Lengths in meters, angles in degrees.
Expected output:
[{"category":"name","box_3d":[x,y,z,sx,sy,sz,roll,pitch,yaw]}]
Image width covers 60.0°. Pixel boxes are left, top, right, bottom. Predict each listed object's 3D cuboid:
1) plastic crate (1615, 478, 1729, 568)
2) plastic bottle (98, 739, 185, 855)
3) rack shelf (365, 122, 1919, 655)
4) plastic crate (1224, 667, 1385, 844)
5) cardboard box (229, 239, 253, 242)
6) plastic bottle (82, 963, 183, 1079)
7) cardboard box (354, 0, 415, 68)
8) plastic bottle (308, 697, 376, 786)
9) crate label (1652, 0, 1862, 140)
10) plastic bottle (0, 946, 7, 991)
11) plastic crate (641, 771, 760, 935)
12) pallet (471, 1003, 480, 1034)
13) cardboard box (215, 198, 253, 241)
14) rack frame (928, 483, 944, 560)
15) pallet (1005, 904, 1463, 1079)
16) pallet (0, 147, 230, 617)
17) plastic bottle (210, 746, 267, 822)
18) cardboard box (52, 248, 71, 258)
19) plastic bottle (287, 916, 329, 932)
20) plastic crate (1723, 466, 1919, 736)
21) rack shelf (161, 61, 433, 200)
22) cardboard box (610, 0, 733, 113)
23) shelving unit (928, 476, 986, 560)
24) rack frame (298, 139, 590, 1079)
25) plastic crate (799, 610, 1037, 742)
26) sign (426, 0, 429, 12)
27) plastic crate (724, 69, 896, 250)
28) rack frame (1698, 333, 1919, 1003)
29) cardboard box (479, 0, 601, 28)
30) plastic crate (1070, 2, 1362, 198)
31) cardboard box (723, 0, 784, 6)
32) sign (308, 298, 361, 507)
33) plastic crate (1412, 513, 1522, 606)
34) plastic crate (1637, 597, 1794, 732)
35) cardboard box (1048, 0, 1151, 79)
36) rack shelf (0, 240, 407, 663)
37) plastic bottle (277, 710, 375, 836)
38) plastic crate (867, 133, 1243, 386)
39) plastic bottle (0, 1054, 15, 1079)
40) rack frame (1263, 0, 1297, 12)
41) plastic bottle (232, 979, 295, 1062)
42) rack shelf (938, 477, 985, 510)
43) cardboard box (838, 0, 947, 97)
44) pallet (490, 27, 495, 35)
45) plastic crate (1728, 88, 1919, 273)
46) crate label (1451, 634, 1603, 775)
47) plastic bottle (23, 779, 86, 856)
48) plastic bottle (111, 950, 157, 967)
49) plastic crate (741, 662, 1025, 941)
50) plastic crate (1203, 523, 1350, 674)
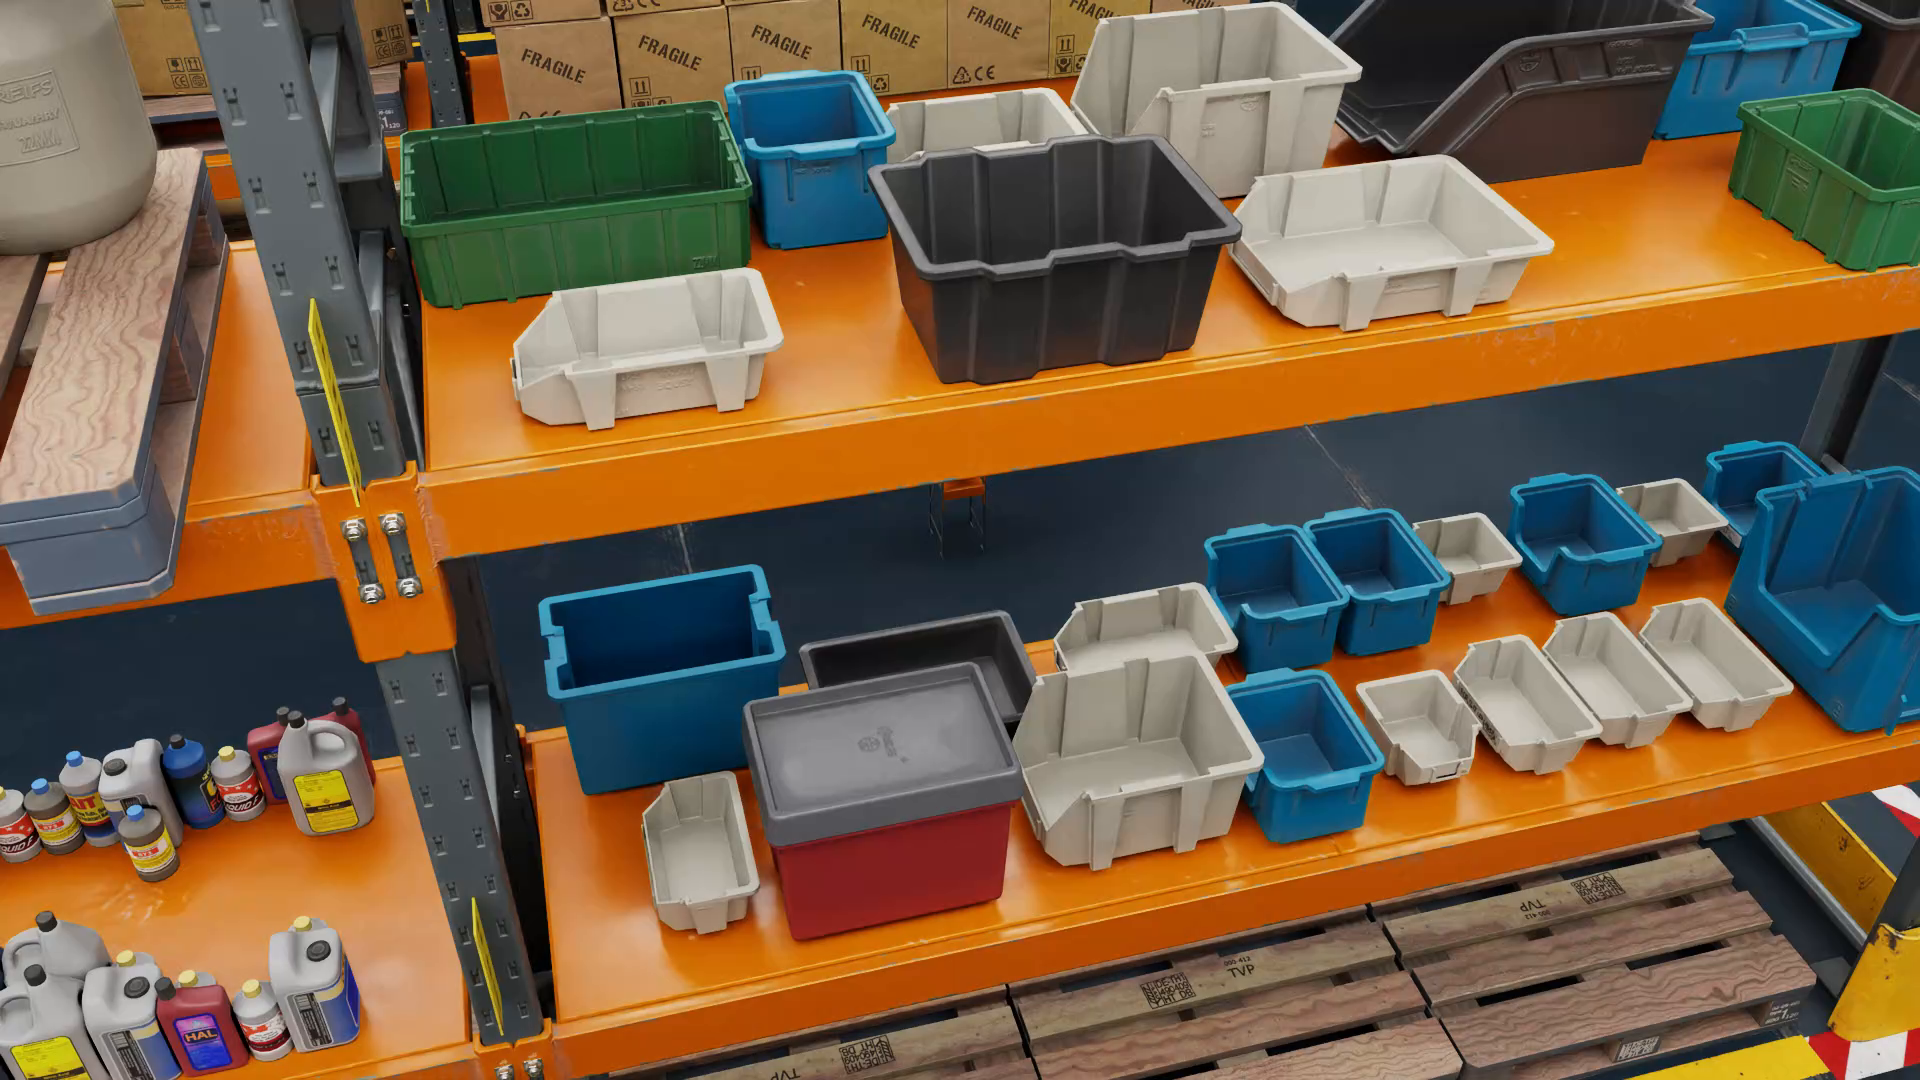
[{"category":"plastic crate","box_3d":[2.097,-0.041,5.003,0.298,0.136,0.250,-9,38,-12]},{"category":"plastic bottle","box_3d":[-2.008,0.620,4.072,0.135,0.276,0.152,-9,38,-12]},{"category":"rack shelf","box_3d":[0.822,-0.559,3.635,4.000,0.370,1.077,-9,38,-12]},{"category":"plastic crate","box_3d":[0.837,0.548,4.153,0.300,0.233,0.416,-9,38,-12]},{"category":"cardboard box","box_3d":[-3.278,-1.105,7.921,0.500,0.500,0.500,-9,38,-12]},{"category":"plastic bottle","box_3d":[-1.758,1.022,3.547,0.135,0.276,0.152,-9,38,-12]},{"category":"cardboard box","box_3d":[-2.912,-2.505,7.629,0.500,0.500,0.700,-23,43,-27]},{"category":"plastic bottle","box_3d":[-1.574,0.517,4.201,0.133,0.283,0.061,-9,38,-12]},{"category":"crate label","box_3d":[1.778,-1.146,3.933,0.502,0.251,0.408,-9,38,-12]},{"category":"plastic bottle","box_3d":[-2.127,0.965,3.560,0.185,0.351,0.144,-9,38,-12]},{"category":"plastic crate","box_3d":[-0.622,0.754,3.963,0.243,0.136,0.396,-9,38,-12]},{"category":"pallet","box_3d":[-1.865,1.869,4.634,1.213,0.211,1.003,-9,38,-12]},{"category":"cardboard box","box_3d":[-3.439,-1.400,8.307,0.500,0.500,0.500,-9,38,-11]},{"category":"rack frame","box_3d":[-0.102,-0.460,6.863,0.006,1.200,0.240,-9,38,-12]},{"category":"pallet","box_3d":[0.771,1.436,5.199,1.213,0.211,1.003,-9,38,-12]},{"category":"pallet","box_3d":[-1.840,-0.272,2.823,1.003,0.211,1.213,-9,38,-12]},{"category":"plastic bottle","box_3d":[-1.809,0.600,4.160,0.097,0.201,0.097,0,37,0]},{"category":"cardboard box","box_3d":[-4.377,-1.551,7.886,0.500,0.250,0.500,-10,39,-13]},{"category":"plastic bottle","box_3d":[-1.455,0.924,3.737,0.097,0.201,0.097,0,37,0]},{"category":"plastic crate","box_3d":[2.478,0.154,4.501,0.499,0.435,0.616,-9,38,-12]},{"category":"rack shelf","box_3d":[-4.327,-1.640,7.517,4.000,0.370,1.077,-9,38,-12]},{"category":"cardboard box","box_3d":[-1.340,-2.286,7.688,0.500,0.500,0.500,-9,38,-11]},{"category":"shelving unit","box_3d":[-0.014,-0.474,6.882,0.189,1.200,0.258,-9,38,-12]},{"category":"rack frame","box_3d":[-1.109,0.663,3.914,0.127,3.000,1.000,-9,38,-12]},{"category":"plastic crate","box_3d":[-0.098,0.414,4.417,0.590,0.125,0.437,-9,38,-12]},{"category":"sign","box_3d":[-2.248,-2.378,6.936,0.005,0.325,0.100,-9,38,-12]},{"category":"plastic crate","box_3d":[-0.313,-0.793,3.487,0.300,0.233,0.416,-9,38,-12]},{"category":"rack frame","box_3d":[2.753,0.030,4.742,0.127,3.000,1.000,-9,38,-12]},{"category":"cardboard box","box_3d":[-1.868,-2.589,7.261,0.500,0.500,0.500,-8,38,-11]},{"category":"plastic crate","box_3d":[0.533,-0.945,3.645,0.530,0.282,0.437,-9,38,-12]},{"category":"cardboard box","box_3d":[-0.874,-2.752,7.474,0.500,0.500,0.500,-10,39,-13]},{"category":"sign","box_3d":[-0.967,-0.209,2.578,0.005,0.325,0.100,-9,38,-12]},{"category":"plastic crate","box_3d":[1.443,0.066,4.862,0.298,0.136,0.250,-9,38,-12]},{"category":"plastic crate","box_3d":[2.013,0.346,4.497,0.243,0.136,0.396,-9,38,-12]},{"category":"cardboard box","box_3d":[0.604,-2.601,8.099,0.500,0.500,0.500,-9,38,-12]},{"category":"rack shelf","box_3d":[-3.040,0.074,2.807,4.000,0.370,1.077,-9,38,-12]},{"category":"plastic bottle","box_3d":[-1.572,0.555,4.096,0.185,0.351,0.144,-9,38,-12]},{"category":"plastic crate","box_3d":[0.162,-0.512,3.089,0.590,0.269,0.497,-9,38,-12]},{"category":"plastic bottle","box_3d":[-2.089,1.050,3.450,0.185,0.351,0.144,-9,38,-12]},{"category":"rack frame","box_3d":[1.465,-2.876,8.541,0.127,3.000,1.000,-9,38,-12]},{"category":"plastic bottle","box_3d":[-1.510,1.029,3.600,0.097,0.201,0.097,0,37,0]},{"category":"rack shelf","box_3d":[-0.014,-0.248,7.055,0.180,0.103,0.258,-9,38,-12]},{"category":"cardboard box","box_3d":[-0.366,-2.446,7.896,0.500,0.500,0.500,-10,39,-13]},{"category":"pallet","box_3d":[-2.937,-4.115,12.455,1.213,0.211,1.003,-9,38,-12]},{"category":"plastic crate","box_3d":[1.875,-0.754,3.472,0.336,0.188,0.450,-9,38,-12]},{"category":"crate label","box_3d":[1.467,0.442,4.371,0.243,0.136,0.396,-9,38,-12]},{"category":"plastic bottle","box_3d":[-2.221,0.668,4.072,0.097,0.201,0.097,0,37,0]},{"category":"plastic bottle","box_3d":[-1.808,0.982,3.661,0.097,0.201,0.097,0,37,0]},{"category":"plastic crate","box_3d":[-0.181,0.620,3.869,0.583,0.464,0.402,-9,38,-12]},{"category":"plastic crate","box_3d":[0.868,0.174,4.642,0.300,0.233,0.416,-9,38,-12]}]
